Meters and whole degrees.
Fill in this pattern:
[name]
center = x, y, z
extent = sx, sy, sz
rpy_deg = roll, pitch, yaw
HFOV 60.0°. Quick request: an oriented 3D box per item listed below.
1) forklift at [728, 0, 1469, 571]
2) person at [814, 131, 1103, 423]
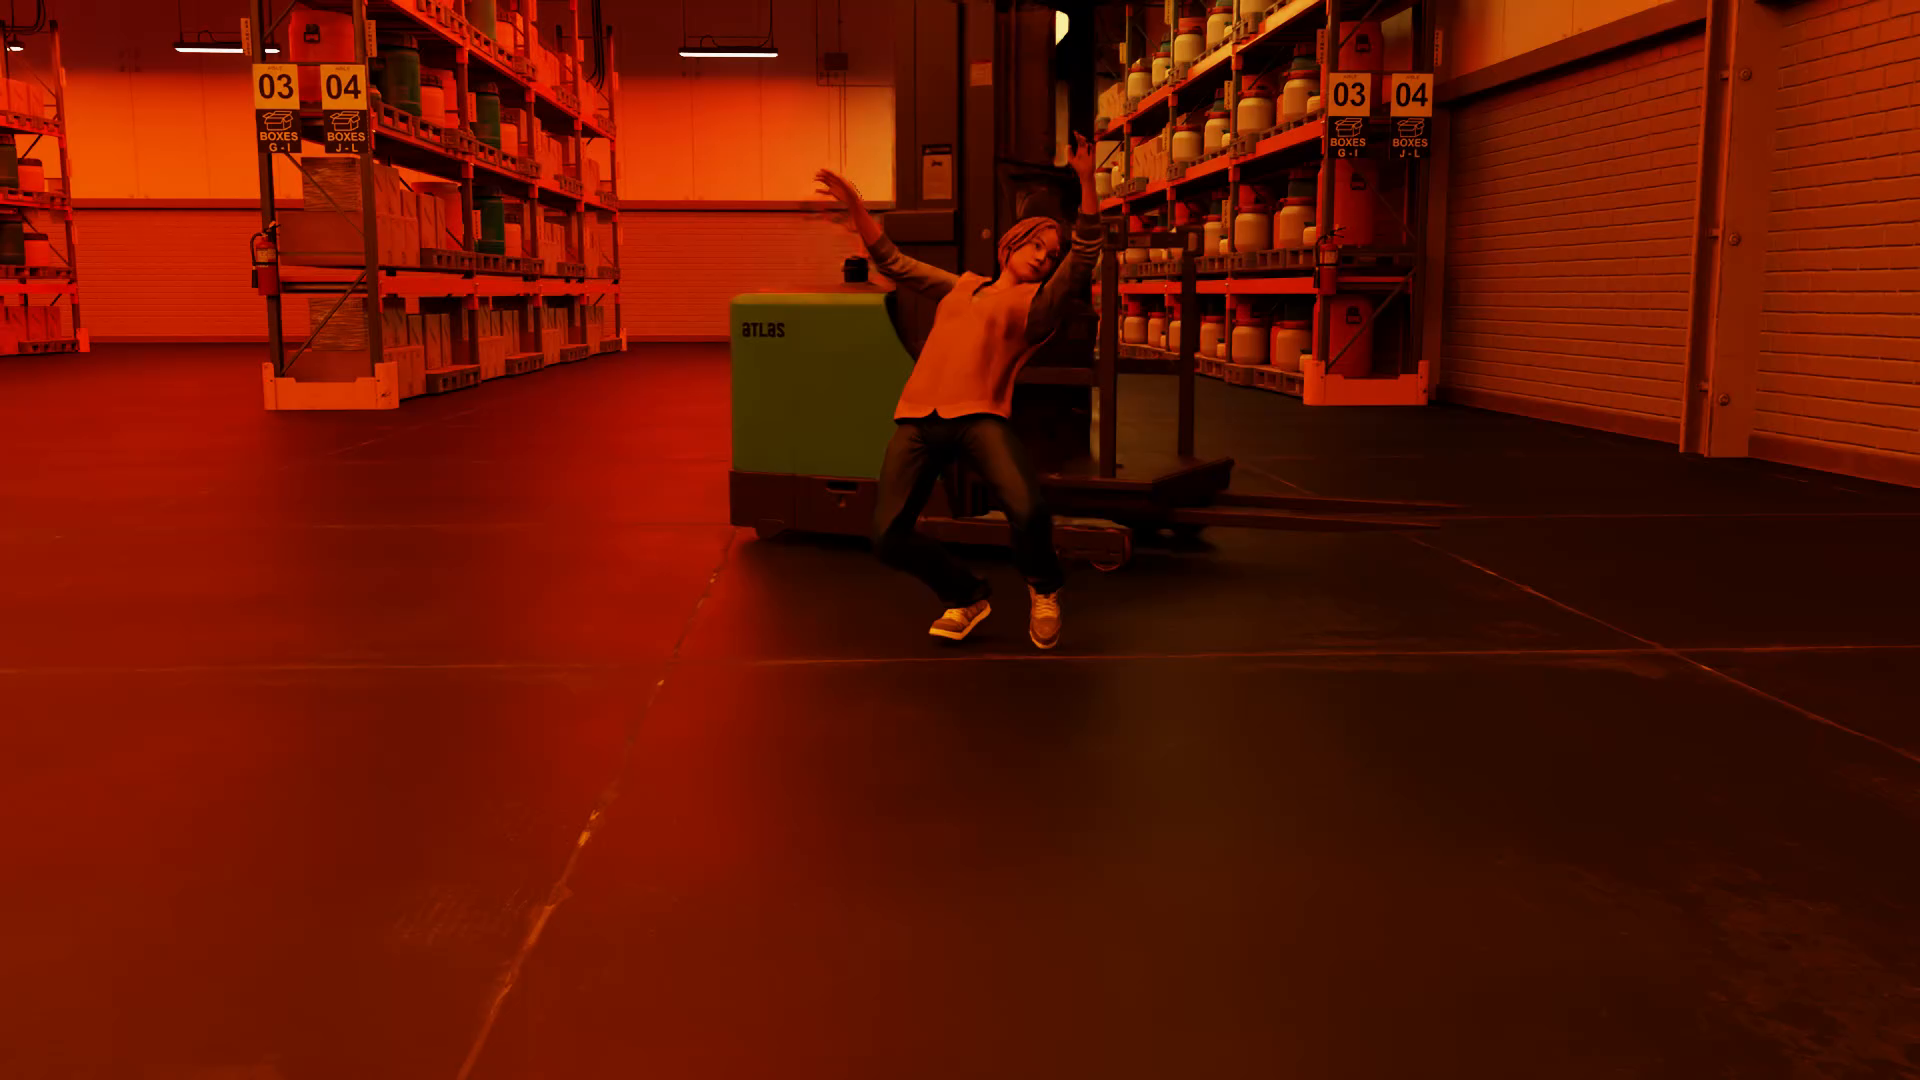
[forklift]
center = 0.546, -1.417, 6.874
extent = 3.031, 2.935, 1.130
rpy_deg = 4, 9, 25
[person]
center = 0.060, -0.721, 4.981
extent = 0.813, 0.925, 0.587
rpy_deg = 4, 9, 23
